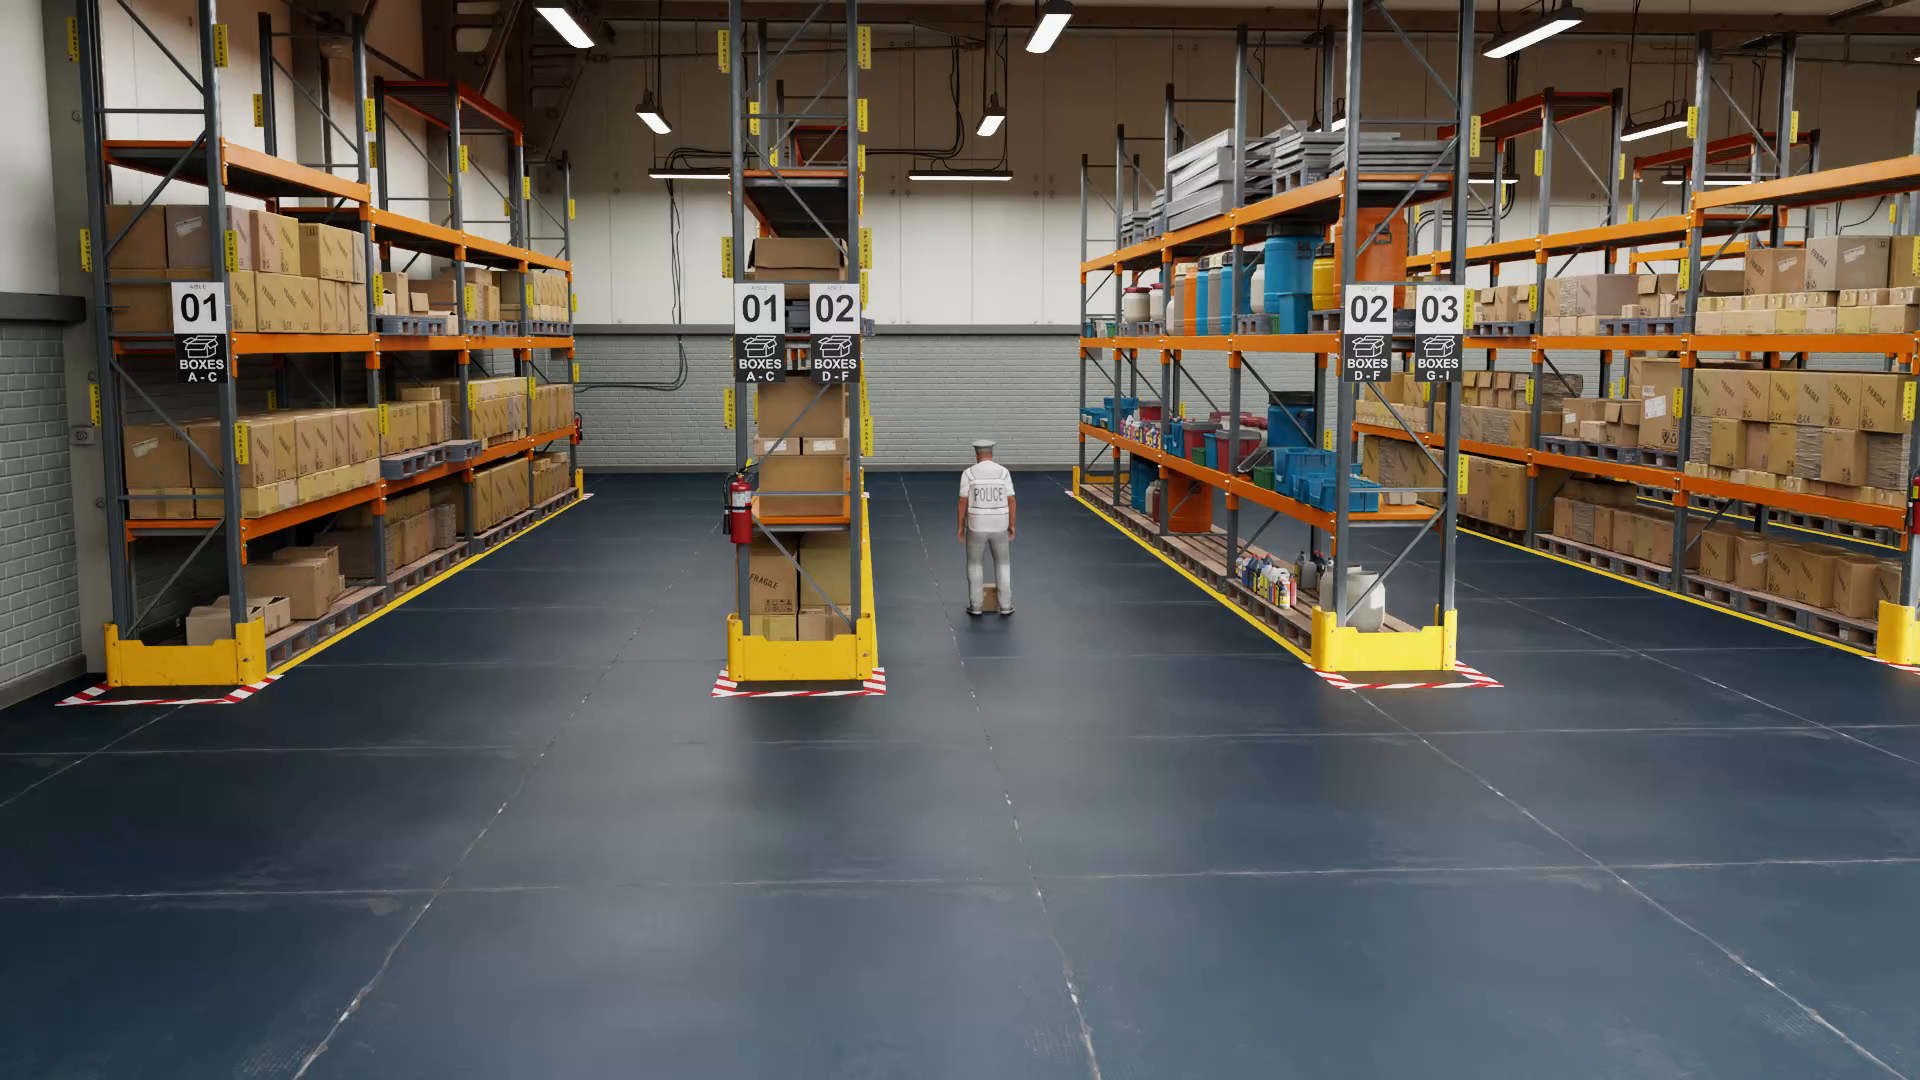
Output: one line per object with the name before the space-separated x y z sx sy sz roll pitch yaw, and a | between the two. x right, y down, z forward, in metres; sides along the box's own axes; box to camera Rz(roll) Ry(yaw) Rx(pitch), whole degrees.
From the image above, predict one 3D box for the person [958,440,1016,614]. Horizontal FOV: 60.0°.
person | 0.273 -0.123 16.738 0.597 1.748 0.434 -1 7 -5
